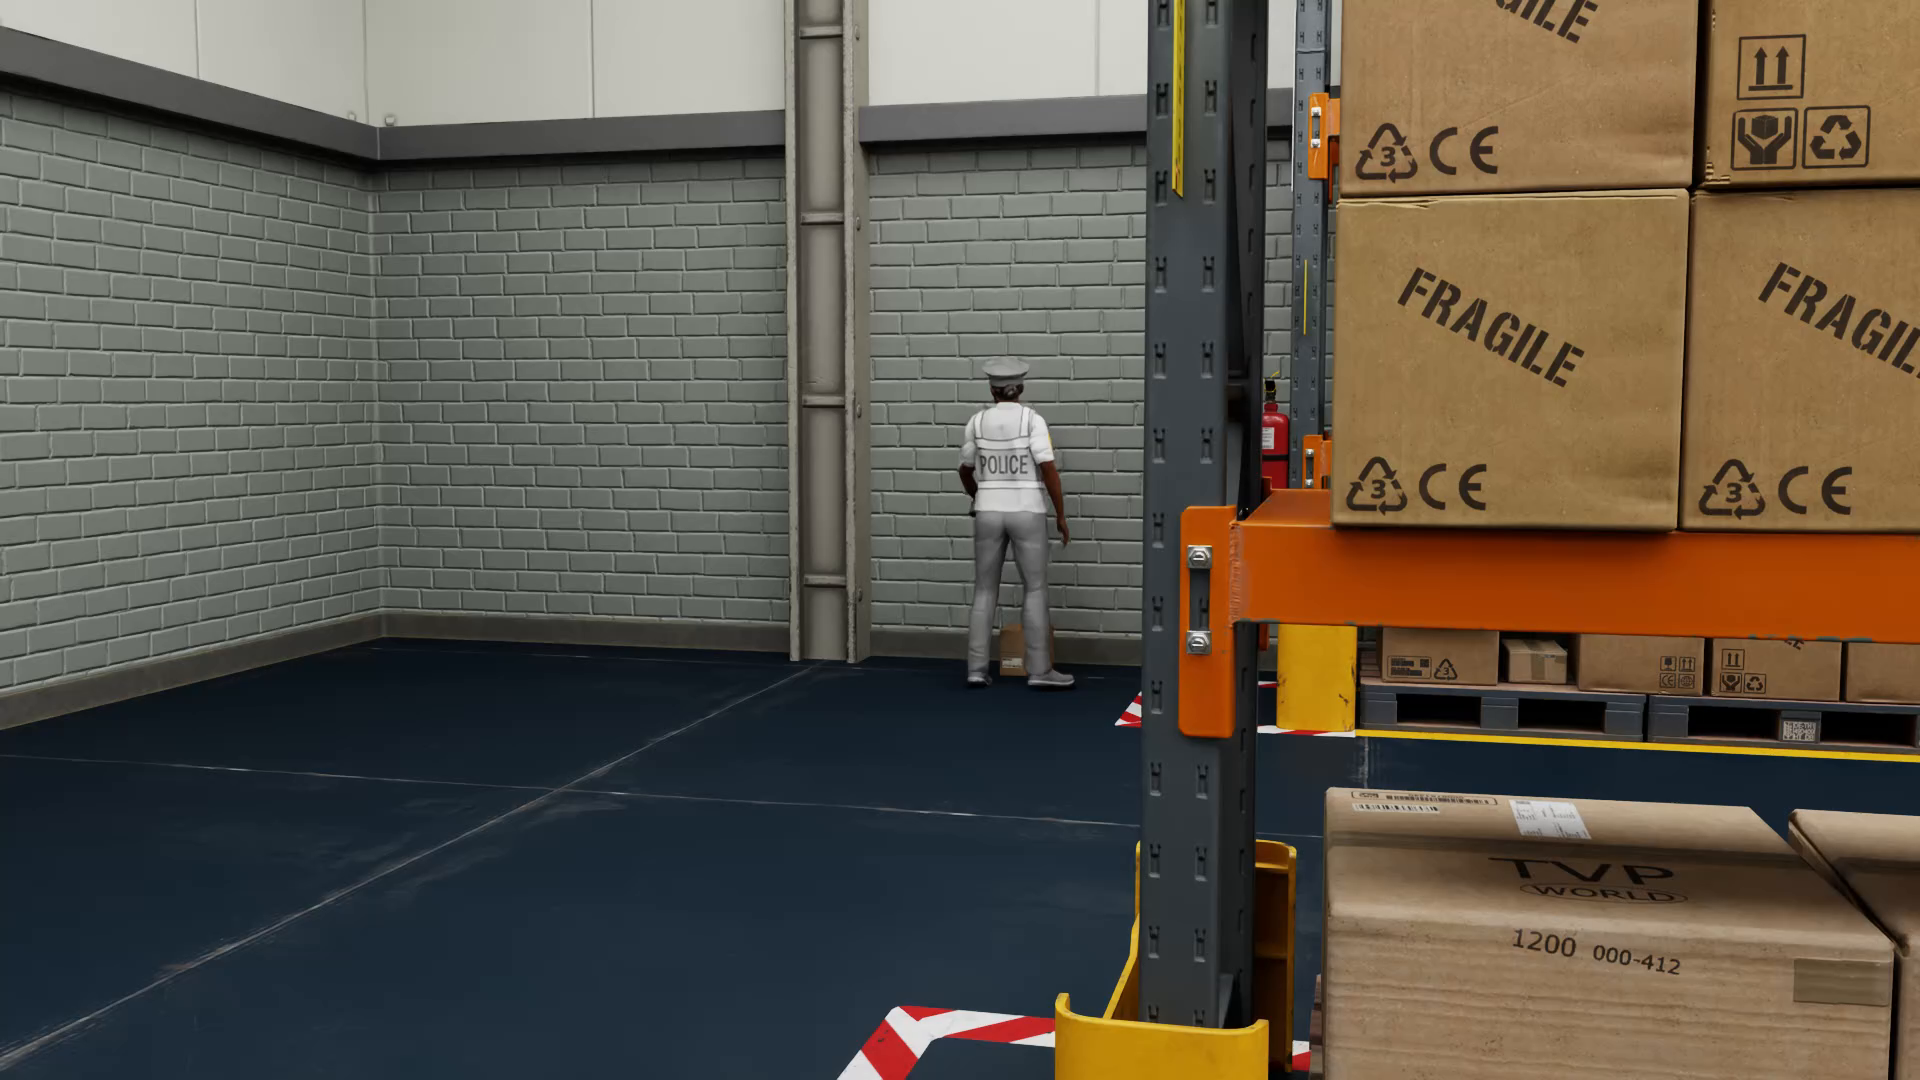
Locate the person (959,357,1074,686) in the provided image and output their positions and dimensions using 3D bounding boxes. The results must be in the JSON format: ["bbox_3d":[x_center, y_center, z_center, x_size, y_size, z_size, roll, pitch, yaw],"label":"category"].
[{"bbox_3d":[0.298,-0.083,8.604,0.609,1.719,0.496,2,5,18],"label":"person"}]
